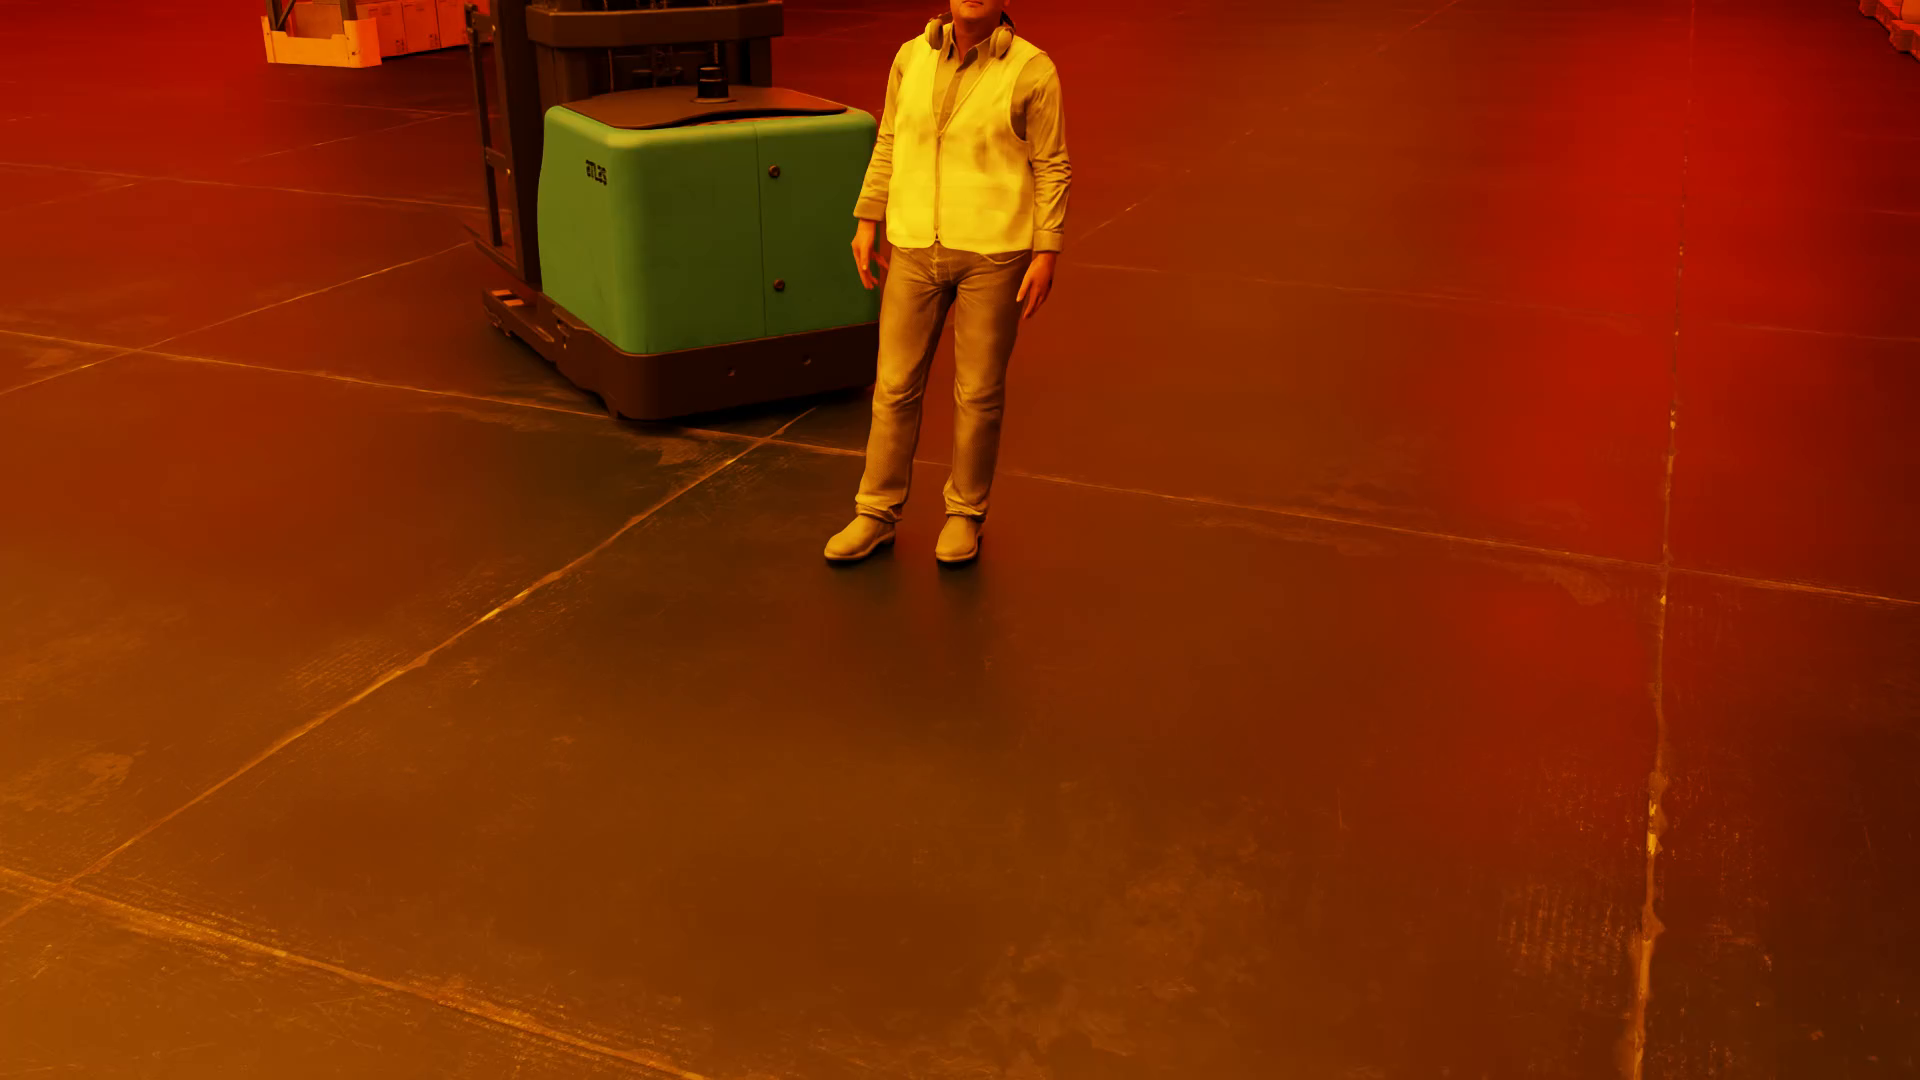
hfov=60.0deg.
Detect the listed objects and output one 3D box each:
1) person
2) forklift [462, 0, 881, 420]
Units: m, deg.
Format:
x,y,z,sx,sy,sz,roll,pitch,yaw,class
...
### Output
x,y,z,sx,sy,sz,roll,pitch,yaw,class
-0.031,-0.804,4.697,0.634,1.775,0.566,9,24,21,person
-1.450,-2.305,6.806,1.130,2.935,3.031,-12,26,-27,forklift
